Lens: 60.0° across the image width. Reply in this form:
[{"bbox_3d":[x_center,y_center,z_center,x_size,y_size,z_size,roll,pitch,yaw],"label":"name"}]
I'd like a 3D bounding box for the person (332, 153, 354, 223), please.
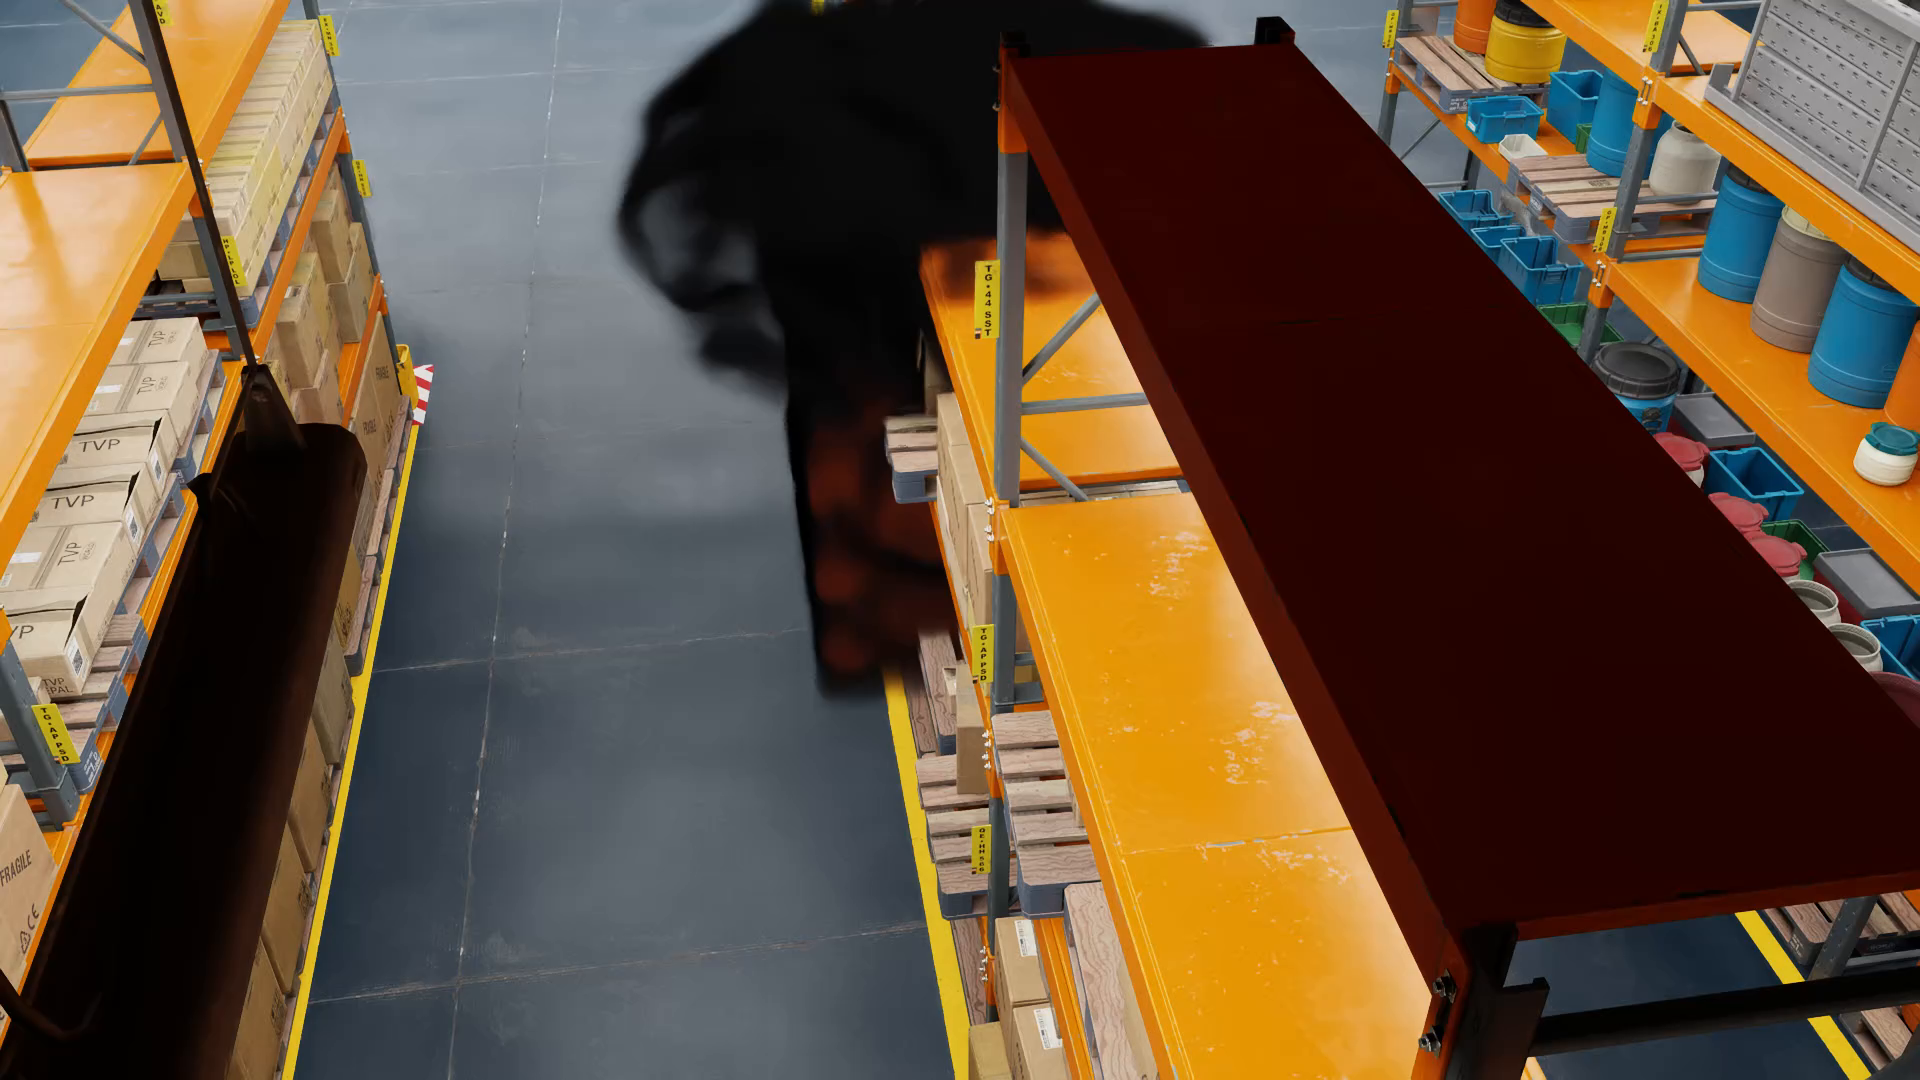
[{"bbox_3d":[-6.232,-3.209,16.452,1.069,1.742,0.748,26,43,31],"label":"person"}]

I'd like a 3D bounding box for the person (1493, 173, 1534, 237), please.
[{"bbox_3d":[5.409,-3.363,16.058,0.745,1.580,0.580,27,44,32],"label":"person"}]
